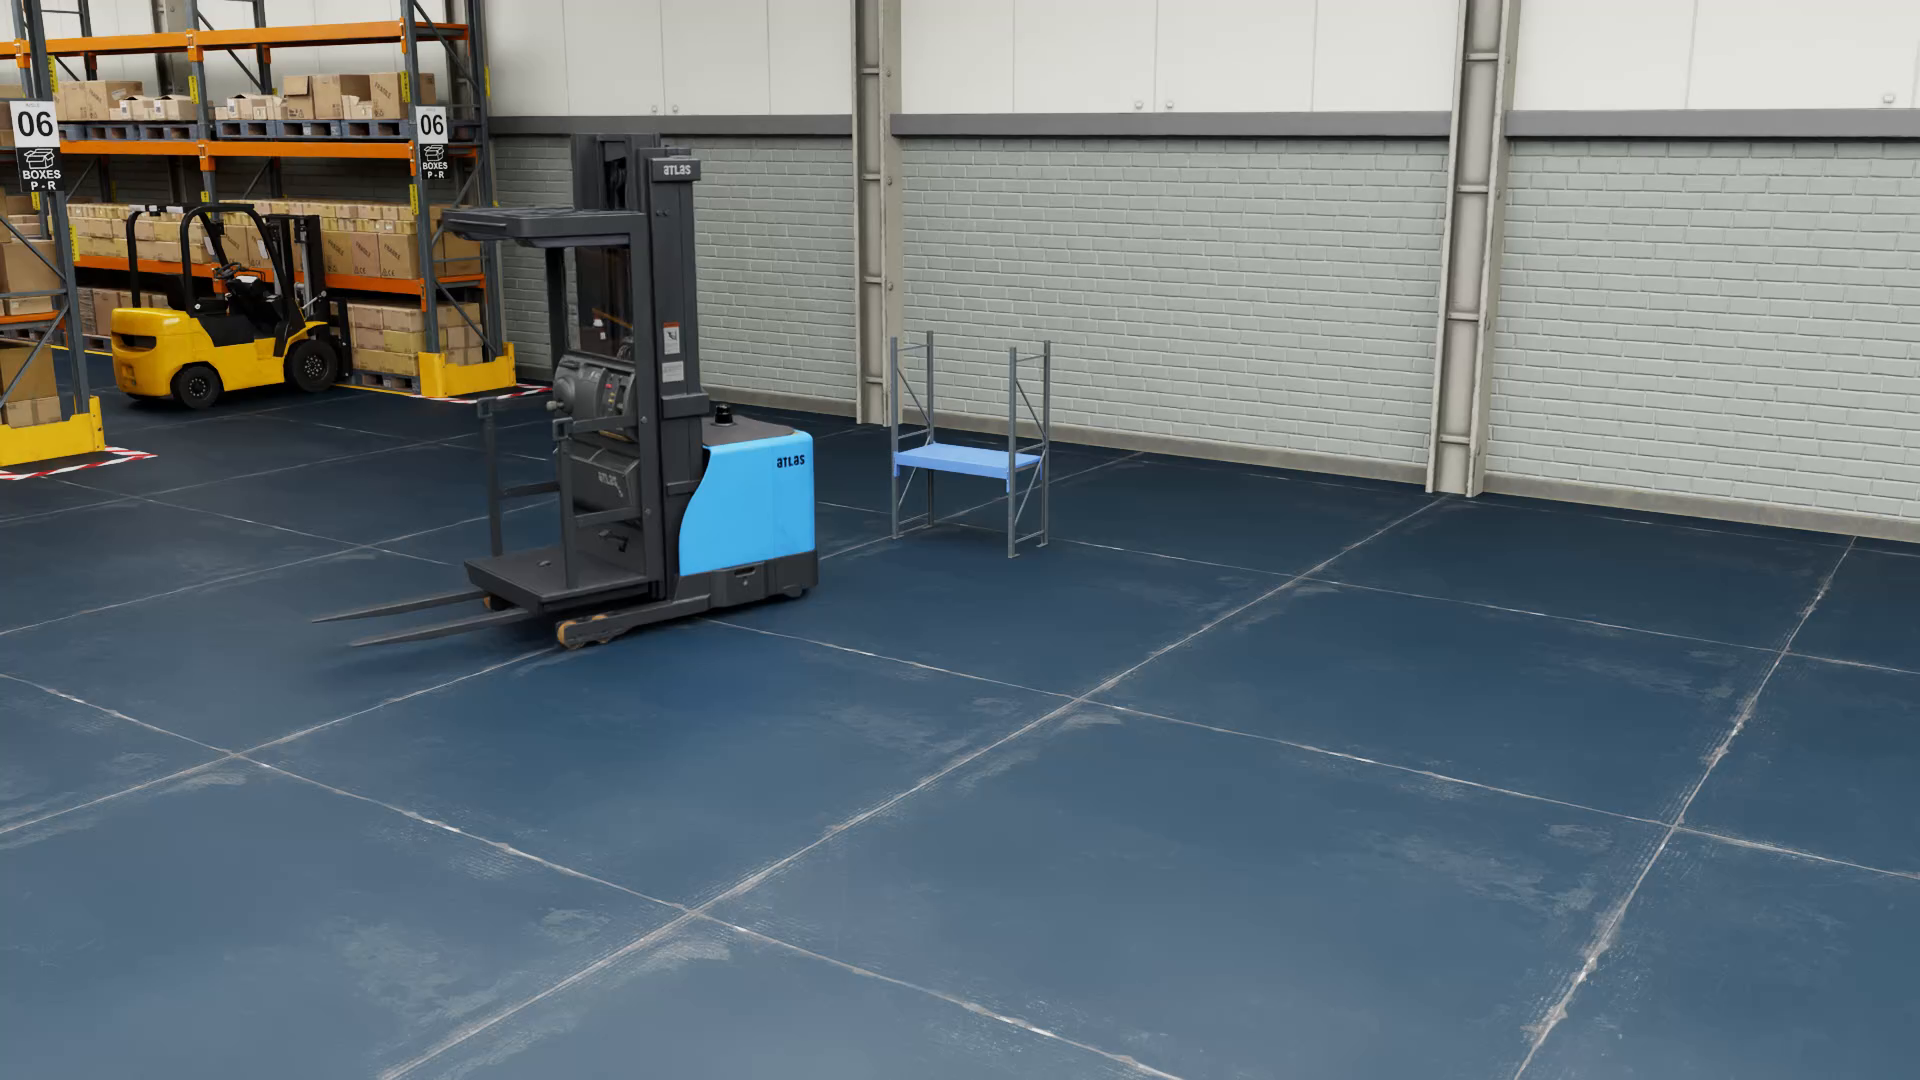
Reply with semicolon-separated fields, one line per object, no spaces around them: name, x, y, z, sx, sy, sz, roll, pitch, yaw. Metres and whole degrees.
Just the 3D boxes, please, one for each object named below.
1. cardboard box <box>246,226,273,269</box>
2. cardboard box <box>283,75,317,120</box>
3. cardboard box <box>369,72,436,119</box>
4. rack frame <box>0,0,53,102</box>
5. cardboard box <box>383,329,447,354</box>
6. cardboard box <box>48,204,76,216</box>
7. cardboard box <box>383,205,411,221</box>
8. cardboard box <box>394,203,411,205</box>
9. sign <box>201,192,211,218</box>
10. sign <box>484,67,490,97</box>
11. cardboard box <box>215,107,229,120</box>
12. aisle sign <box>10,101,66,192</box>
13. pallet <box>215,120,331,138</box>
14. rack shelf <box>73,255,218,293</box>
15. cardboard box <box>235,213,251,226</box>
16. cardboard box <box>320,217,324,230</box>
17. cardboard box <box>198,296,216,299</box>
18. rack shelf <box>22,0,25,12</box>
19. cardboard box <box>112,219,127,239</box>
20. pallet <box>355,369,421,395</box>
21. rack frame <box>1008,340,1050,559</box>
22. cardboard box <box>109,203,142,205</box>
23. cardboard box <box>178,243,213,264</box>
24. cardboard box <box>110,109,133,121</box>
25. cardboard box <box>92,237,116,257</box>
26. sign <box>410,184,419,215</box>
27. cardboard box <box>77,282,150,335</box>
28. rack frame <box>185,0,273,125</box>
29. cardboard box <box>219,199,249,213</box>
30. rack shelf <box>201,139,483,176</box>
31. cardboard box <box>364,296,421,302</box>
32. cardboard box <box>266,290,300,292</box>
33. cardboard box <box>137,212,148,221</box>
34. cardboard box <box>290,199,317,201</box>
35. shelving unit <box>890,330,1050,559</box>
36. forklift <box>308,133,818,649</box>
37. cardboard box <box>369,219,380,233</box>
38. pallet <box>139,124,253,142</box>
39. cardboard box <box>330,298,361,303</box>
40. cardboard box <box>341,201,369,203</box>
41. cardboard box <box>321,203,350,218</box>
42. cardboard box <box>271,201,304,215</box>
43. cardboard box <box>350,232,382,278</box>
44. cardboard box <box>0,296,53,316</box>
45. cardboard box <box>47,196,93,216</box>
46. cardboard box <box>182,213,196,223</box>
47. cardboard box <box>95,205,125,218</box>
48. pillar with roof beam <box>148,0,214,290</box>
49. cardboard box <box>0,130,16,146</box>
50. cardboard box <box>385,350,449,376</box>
cardboard box;-8.382;-3.608;20.448;0.500;0.500;0.500;10;17;34
cardboard box;-7.489;-5.214;19.604;0.637;0.503;0.797;10;17;35
cardboard box;-6.231;-4.969;18.621;0.500;0.500;0.500;10;17;35
rack frame;-8.494;-5.123;14.292;0.127;3.000;1.000;9;17;33
cardboard box;-6.306;-2.316;19.244;0.500;0.250;0.500;9;16;32
cardboard box;-12.265;-4.536;22.847;0.250;0.149;0.380;10;17;34
cardboard box;-6.364;-3.742;19.020;0.250;0.149;0.380;9;17;33
cardboard box;-6.509;-3.907;19.688;0.250;0.149;0.380;9;17;33
sign;-9.341;-4.152;20.608;0.005;0.325;0.100;9;17;33
sign;-5.413;-5.230;18.981;0.005;0.325;0.100;9;17;33
cardboard box;-8.844;-5.203;20.299;0.250;0.149;0.380;10;17;34
aisle sign;-8.270;-3.526;14.916;0.004;0.787;0.394;9;17;33
pallet;-8.324;-5.041;20.389;1.213;0.211;1.003;9;17;33
rack shelf;-10.706;-3.657;22.350;4.000;0.370;1.077;9;17;33
cardboard box;-8.713;-3.971;20.566;0.250;0.149;0.380;10;17;34
cardboard box;-7.406;-3.774;19.768;0.250;0.149;0.380;9;17;32
cardboard box;-9.486;-2.857;21.688;0.625;0.625;0.875;10;17;35
rack shelf;-10.154;-5.041;15.462;4.000;0.370;1.077;9;17;33
cardboard box;-10.857;-4.131;22.041;0.500;0.250;0.500;9;17;34
pallet;-6.385;-1.942;19.728;1.213;0.211;1.003;9;17;33
rack frame;0.493;-0.648;11.821;0.032;1.500;0.500;9;17;33
cardboard box;-11.522;-4.575;23.002;0.250;0.149;0.380;9;17;33
cardboard box;-9.611;-3.680;21.260;0.500;0.250;0.500;10;17;34
cardboard box;-10.768;-5.514;21.556;0.250;0.149;0.380;9;16;32
cardboard box;-11.288;-3.957;22.378;0.500;0.250;0.500;9;16;31
sign;-6.042;-3.772;18.416;0.005;0.325;0.100;9;17;33
cardboard box;-11.856;-3.239;23.233;0.625;0.625;0.875;10;17;35
rack frame;-9.046;-6.650;20.459;0.127;3.000;1.000;9;17;33
cardboard box;-8.947;-4.144;20.642;0.250;0.149;0.380;10;17;34
rack shelf;-7.387;-4.576;19.822;4.000;0.370;1.077;9;17;33
cardboard box;-6.846;-2.793;20.133;0.500;0.250;0.500;9;17;32
cardboard box;-8.530;-3.065;21.229;0.500;0.250;0.500;10;17;34
cardboard box;-10.531;-4.268;21.764;0.250;0.149;0.380;9;17;33
cardboard box;-8.201;-4.188;20.822;0.250;0.149;0.380;9;17;32
shelving unit;0.071;-0.717;12.097;1.048;1.500;0.538;9;17;33
forklift;-2.377;-0.924;9.957;3.031;2.935;1.130;-11;18;-39
cardboard box;-6.581;-3.631;19.189;0.250;0.149;0.380;10;17;34
pallet;-9.785;-5.217;21.310;1.217;0.209;0.805;8;16;31
cardboard box;-7.551;-2.758;19.989;0.500;0.250;0.500;9;16;32
cardboard box;-7.376;-4.045;20.242;0.250;0.149;0.380;10;17;34
cardboard box;-7.257;-3.866;19.522;0.250;0.149;0.380;10;17;34
cardboard box;-8.077;-4.010;20.101;0.250;0.149;0.380;9;16;32
cardboard box;-6.708;-3.335;19.344;0.500;0.500;0.500;10;17;35
cardboard box;-8.661;-2.176;15.394;0.250;0.149;0.380;9;17;33
cardboard box;-12.705;-4.627;23.689;0.500;0.500;0.500;10;17;35
cardboard box;-9.678;-4.134;21.221;0.250;0.149;0.380;9;16;32
cardboard box;-11.366;-4.411;22.341;0.250;0.149;0.380;9;17;33
pillar with roof beam;-13.183;-6.333;19.178;0.400;9.000;9.100;9;17;33
cardboard box;-8.588;-3.654;15.124;0.250;0.149;0.380;9;17;33
cardboard box;-6.293;-2.070;19.293;0.500;0.250;0.500;9;17;33
